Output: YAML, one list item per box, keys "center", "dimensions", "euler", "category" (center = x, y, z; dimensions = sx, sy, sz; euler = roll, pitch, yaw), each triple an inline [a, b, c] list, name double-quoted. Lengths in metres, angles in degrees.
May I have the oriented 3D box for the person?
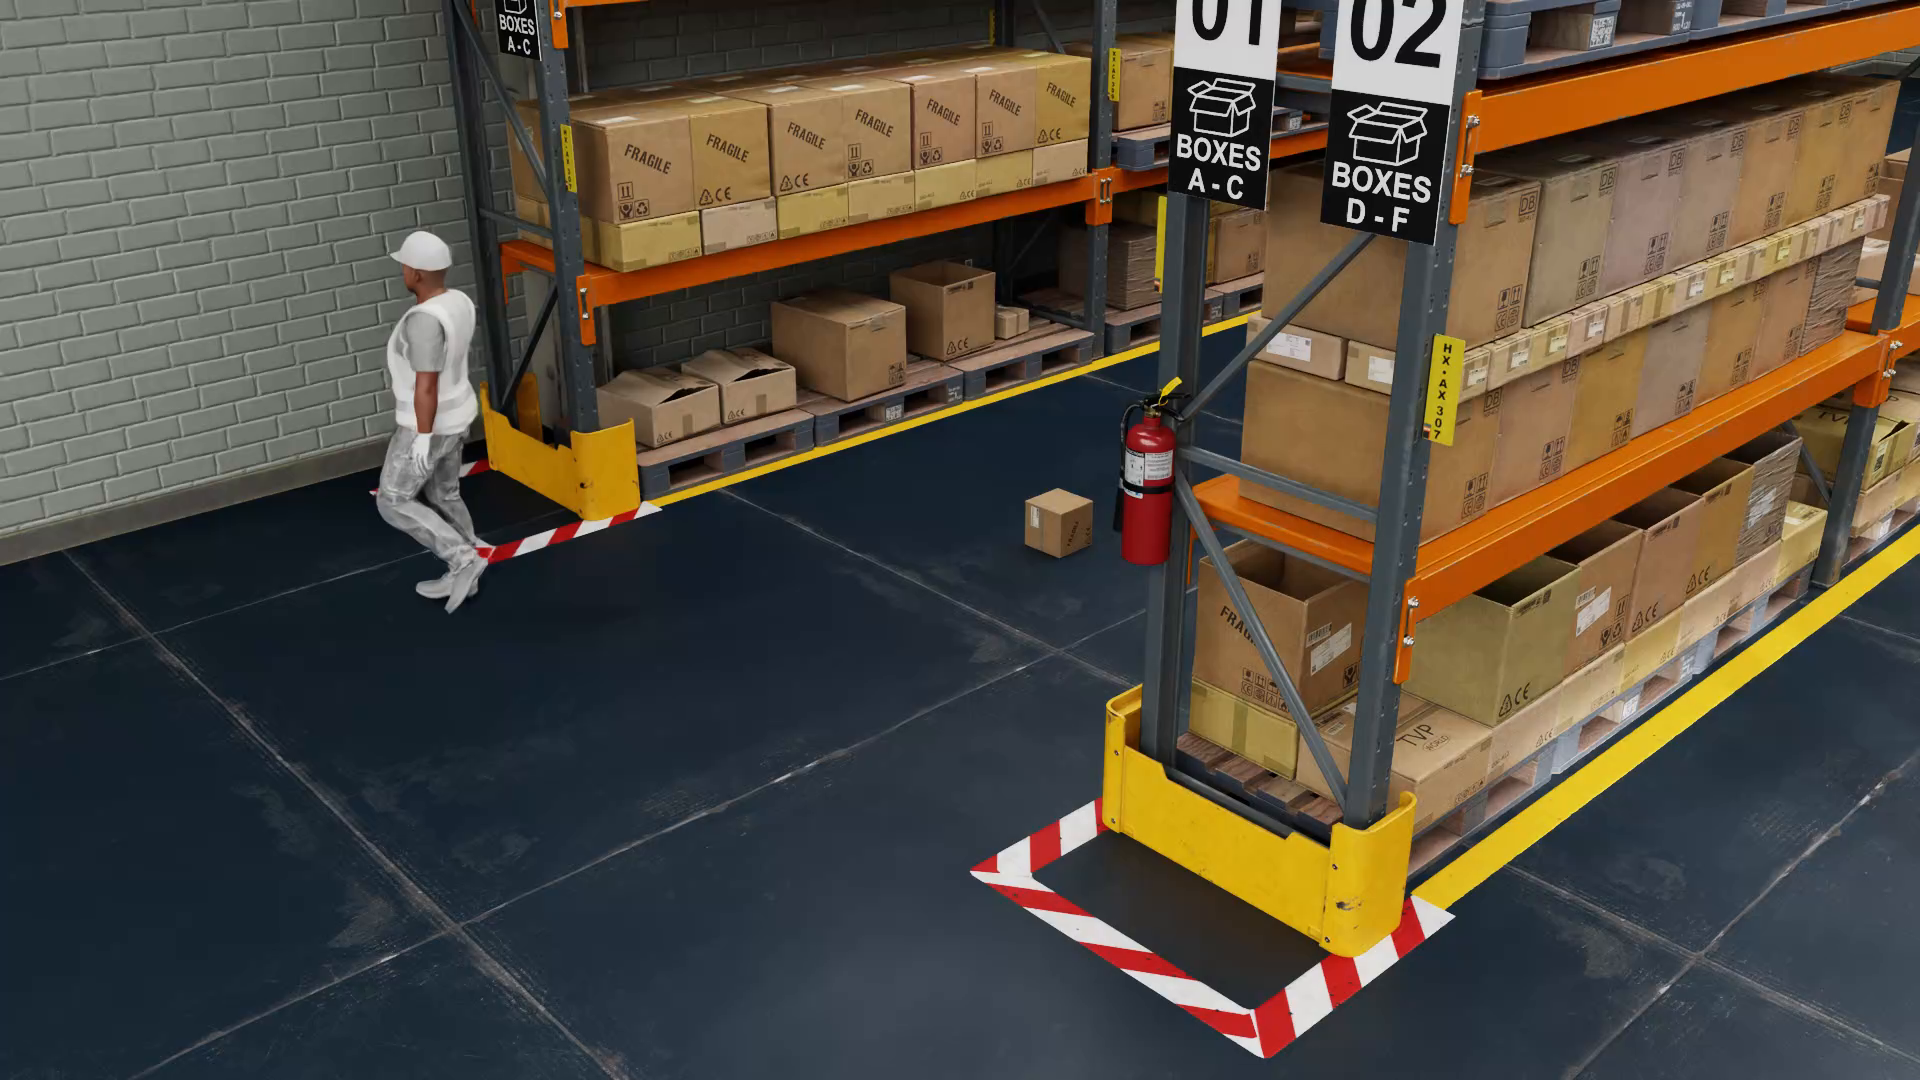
- center: [-2.454, -0.544, 7.729]
  dimensions: [0.483, 1.771, 0.609]
  euler: [1, 24, 2]
  category: "person"
